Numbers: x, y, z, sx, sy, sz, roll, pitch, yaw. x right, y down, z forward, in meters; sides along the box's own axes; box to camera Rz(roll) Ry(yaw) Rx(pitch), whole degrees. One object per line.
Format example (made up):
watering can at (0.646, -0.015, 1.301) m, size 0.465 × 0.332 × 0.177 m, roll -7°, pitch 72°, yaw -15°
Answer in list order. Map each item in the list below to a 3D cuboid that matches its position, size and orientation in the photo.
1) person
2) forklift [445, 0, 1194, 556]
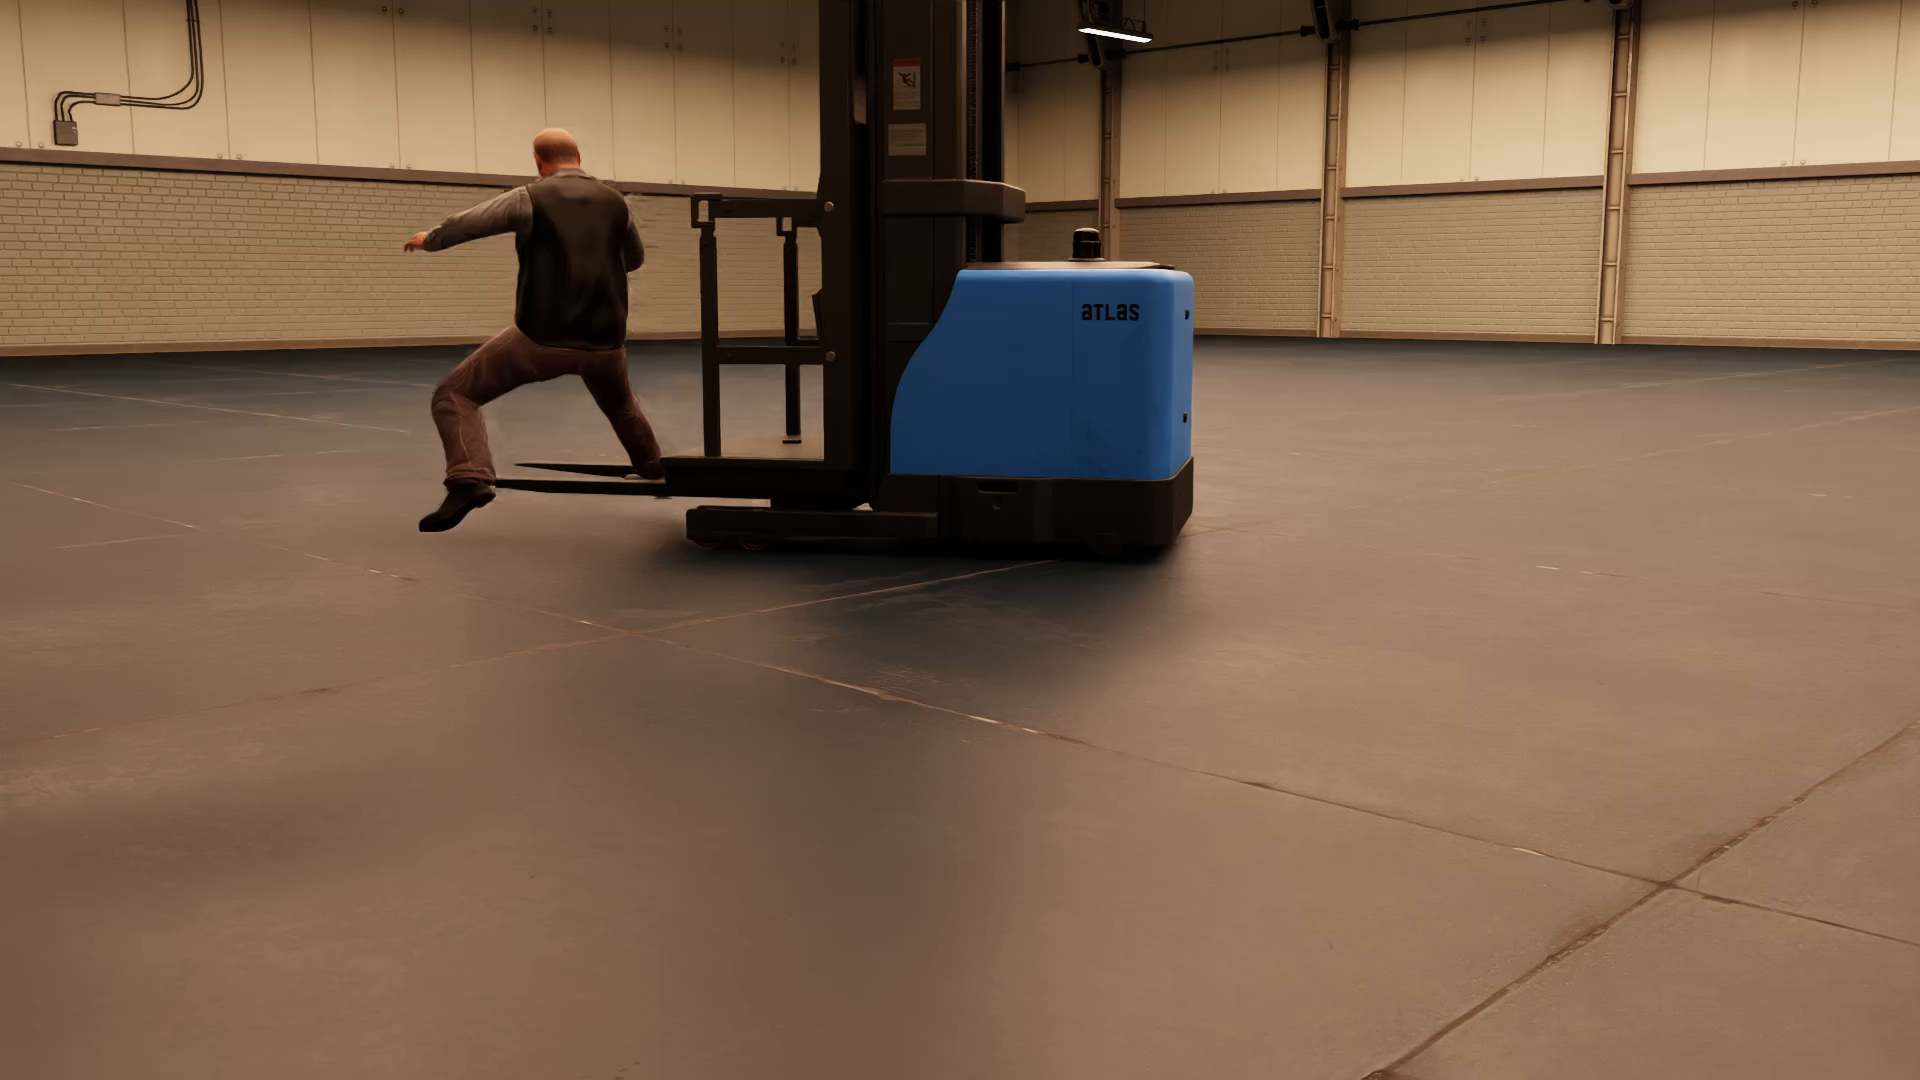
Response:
person at (-1.650, -0.855, 6.605) m, size 1.238 × 1.518 × 0.745 m, roll -7°, pitch 11°, yaw -38°
forklift at (-0.593, -1.482, 6.713) m, size 3.031 × 2.935 × 1.130 m, roll 2°, pitch 9°, yaw 13°
